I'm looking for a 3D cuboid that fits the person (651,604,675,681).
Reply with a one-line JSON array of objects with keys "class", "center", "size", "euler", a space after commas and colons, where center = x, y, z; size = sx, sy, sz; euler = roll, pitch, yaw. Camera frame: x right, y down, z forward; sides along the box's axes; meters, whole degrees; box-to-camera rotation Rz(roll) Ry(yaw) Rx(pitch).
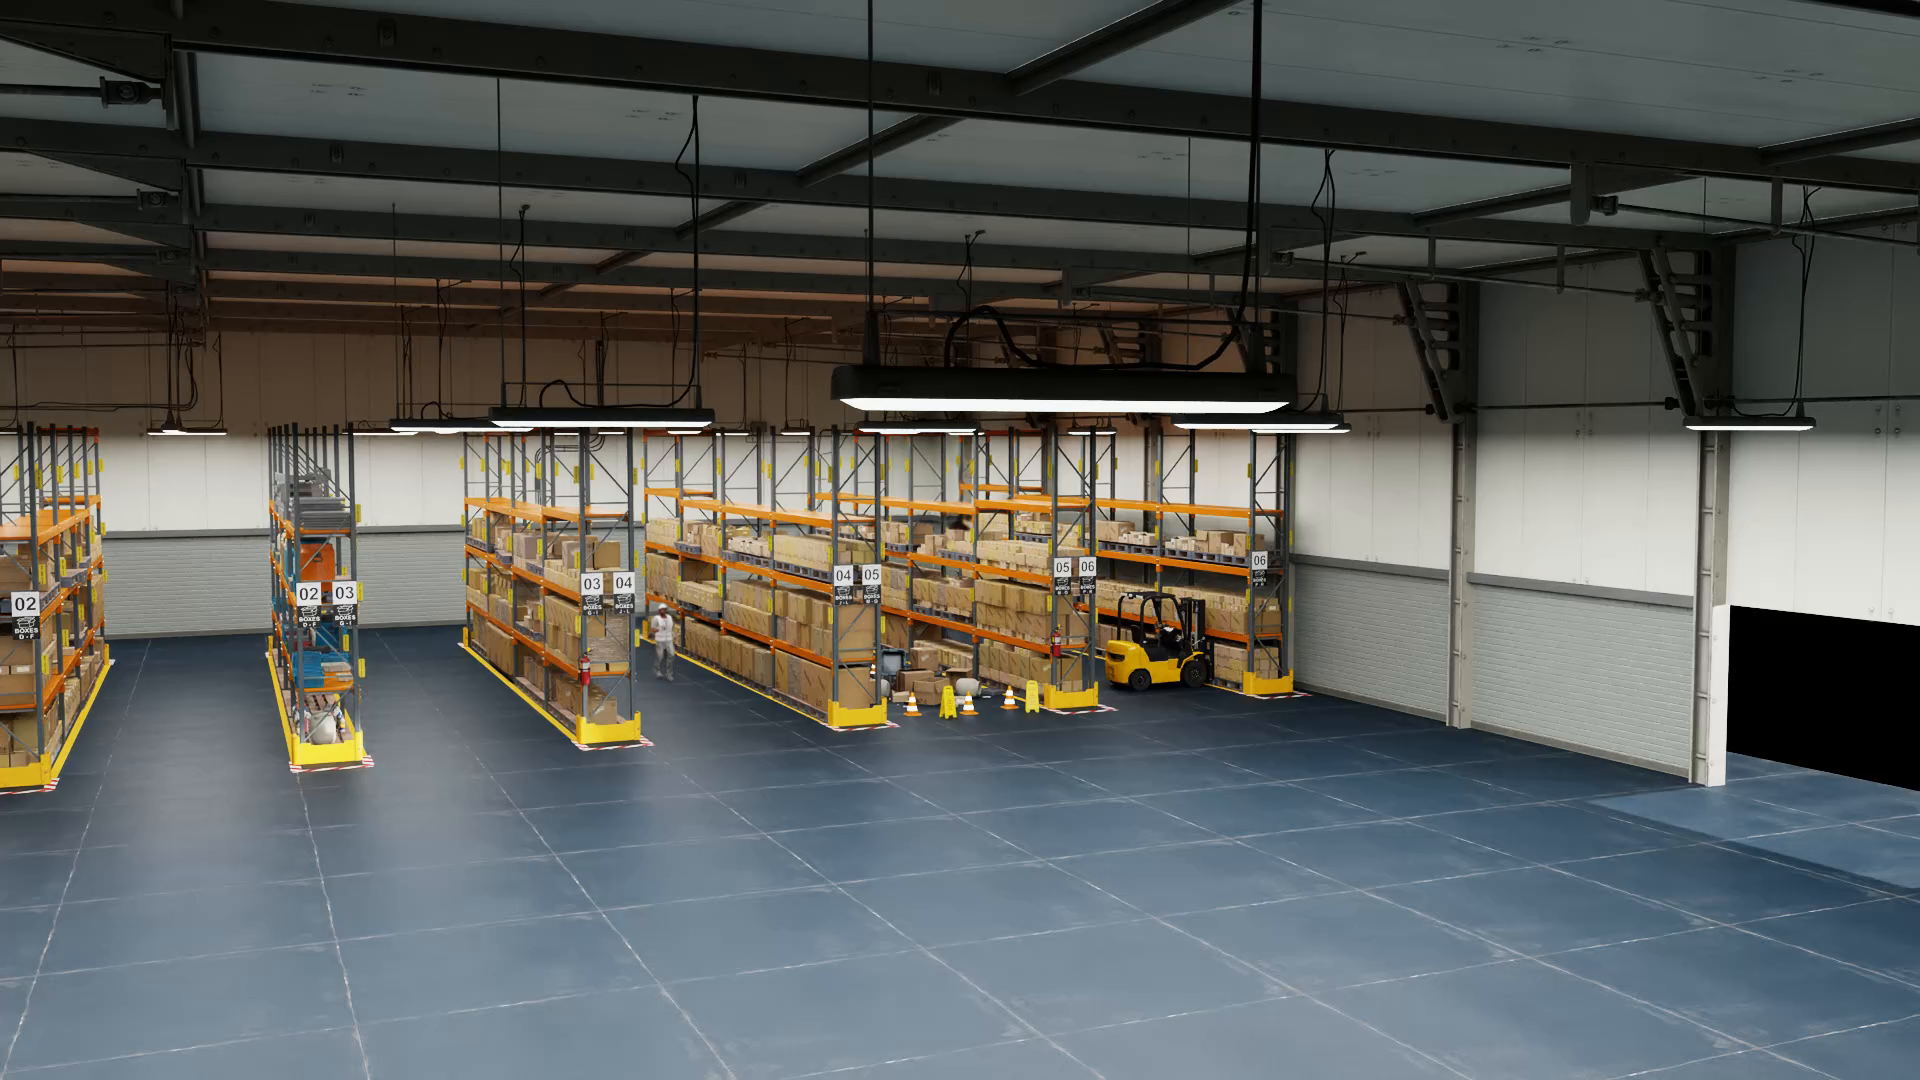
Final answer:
[{"class": "person", "center": [-7.013, 2.423, 39.378], "size": [0.654, 1.835, 0.735], "euler": [-2, 4, -33]}]
